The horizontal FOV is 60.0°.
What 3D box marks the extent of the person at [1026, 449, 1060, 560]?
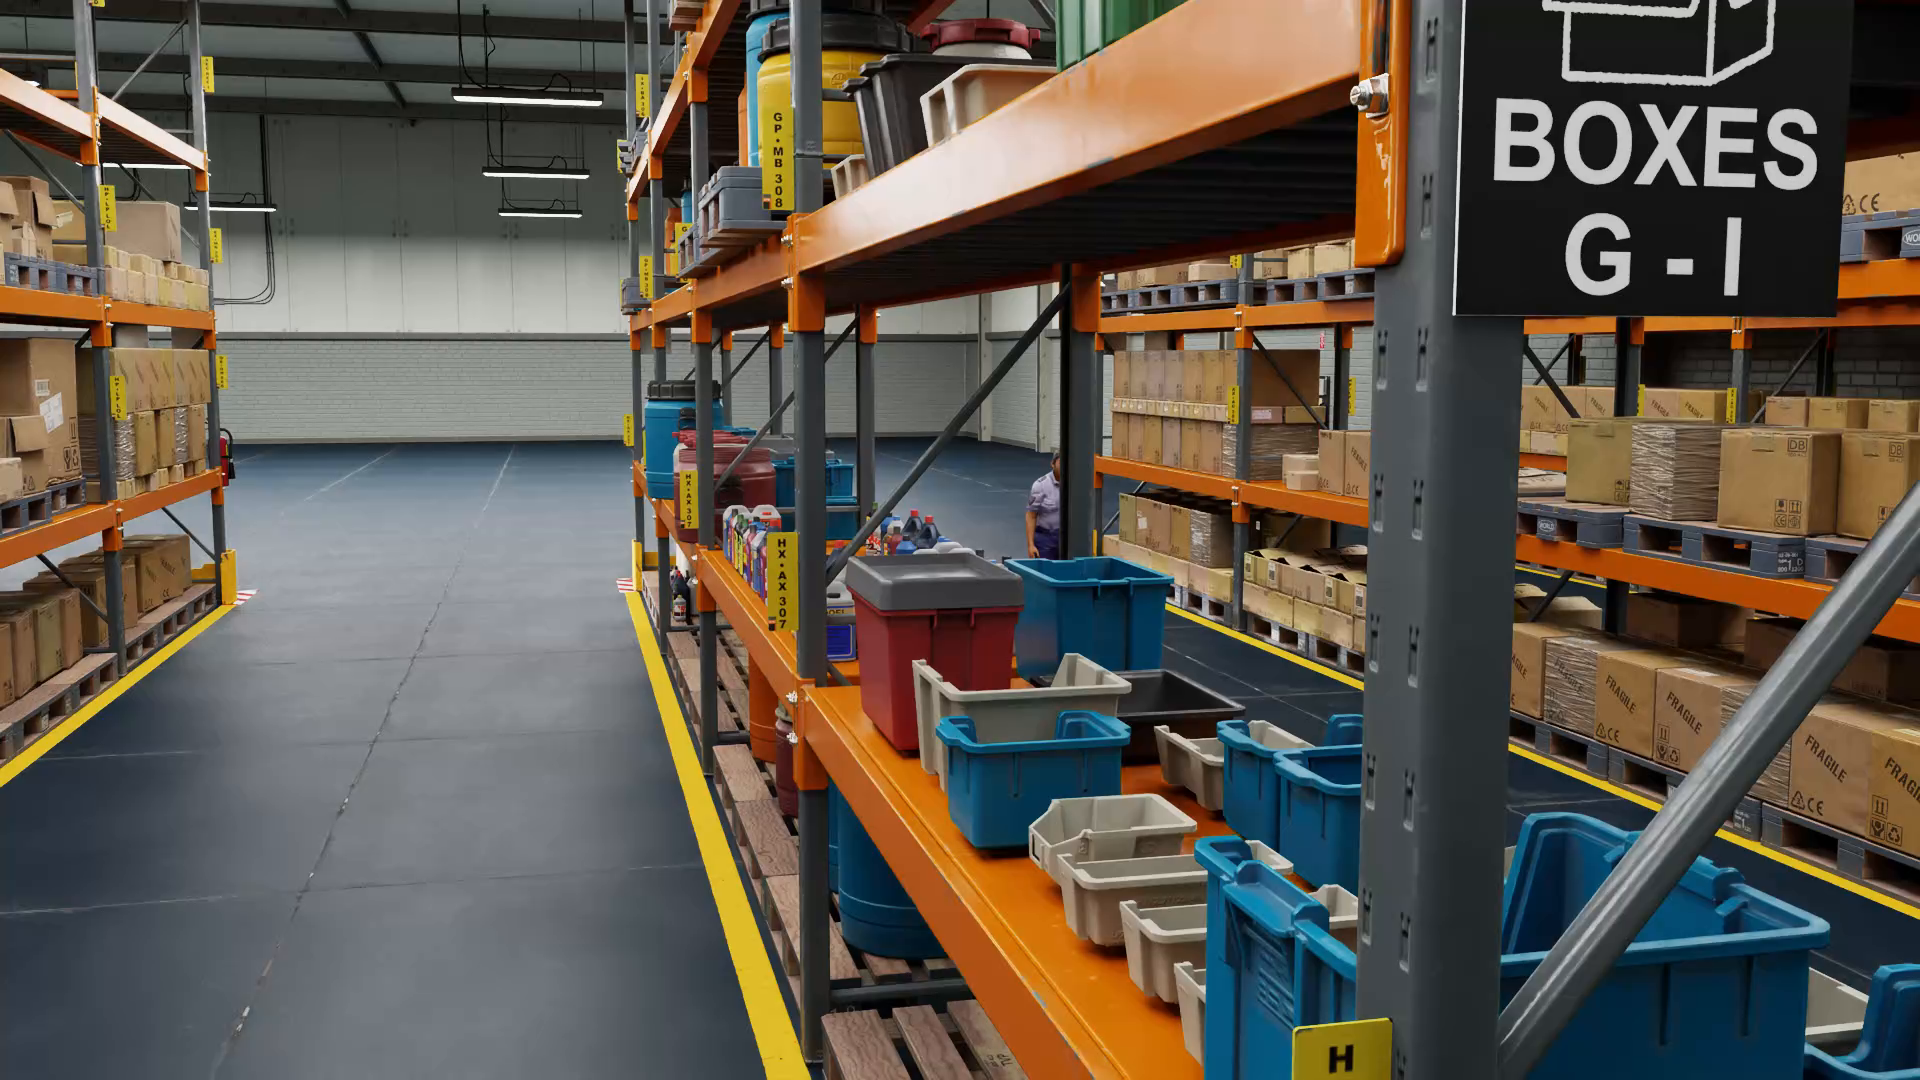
[{"bbox_3d":[0.793,0.069,13.585,0.557,1.652,0.404,-2,6,-16],"label":"person"}]
